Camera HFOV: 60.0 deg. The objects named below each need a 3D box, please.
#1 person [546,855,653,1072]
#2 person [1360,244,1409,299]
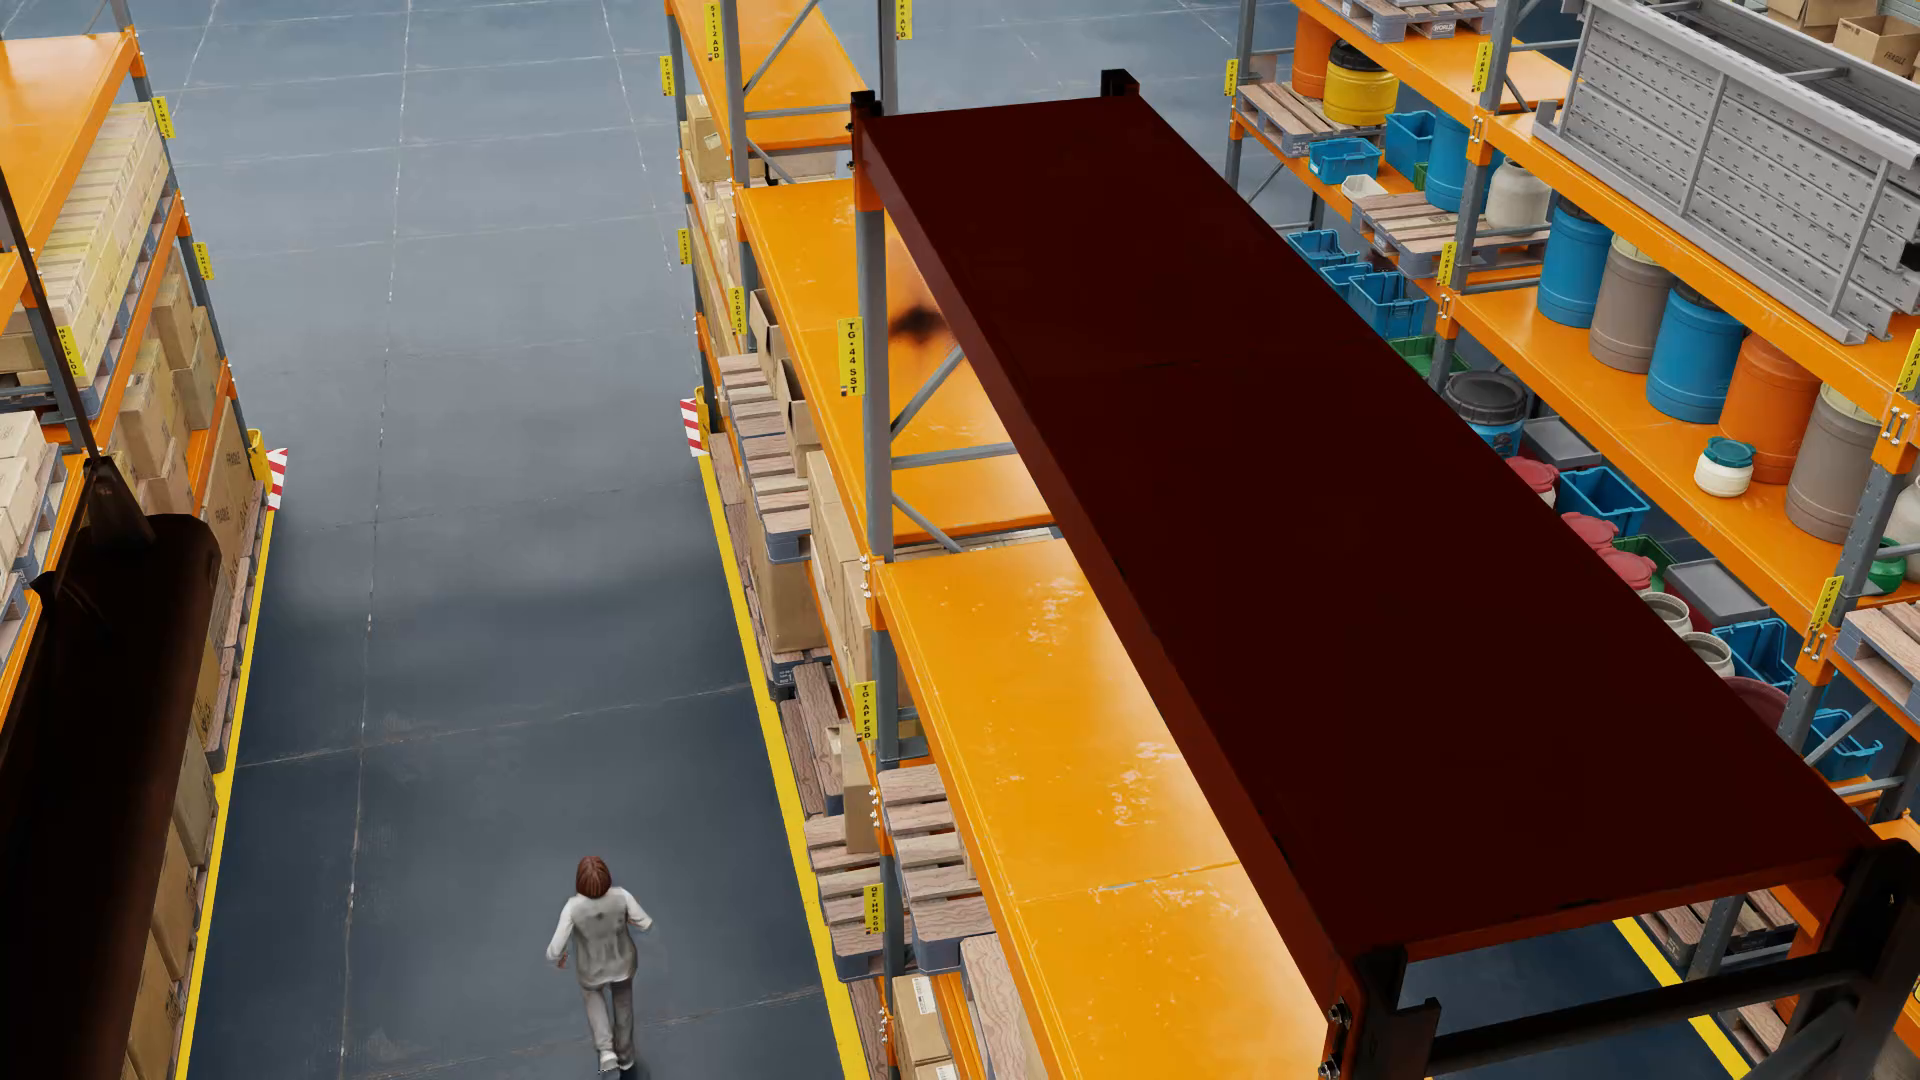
[{"bbox_3d":[-1.984,2.358,9.272,0.590,1.551,0.571,-11,36,-16],"label":"person"},{"bbox_3d":[4.287,-2.772,16.592,0.723,1.857,0.788,-20,39,-26],"label":"person"}]
